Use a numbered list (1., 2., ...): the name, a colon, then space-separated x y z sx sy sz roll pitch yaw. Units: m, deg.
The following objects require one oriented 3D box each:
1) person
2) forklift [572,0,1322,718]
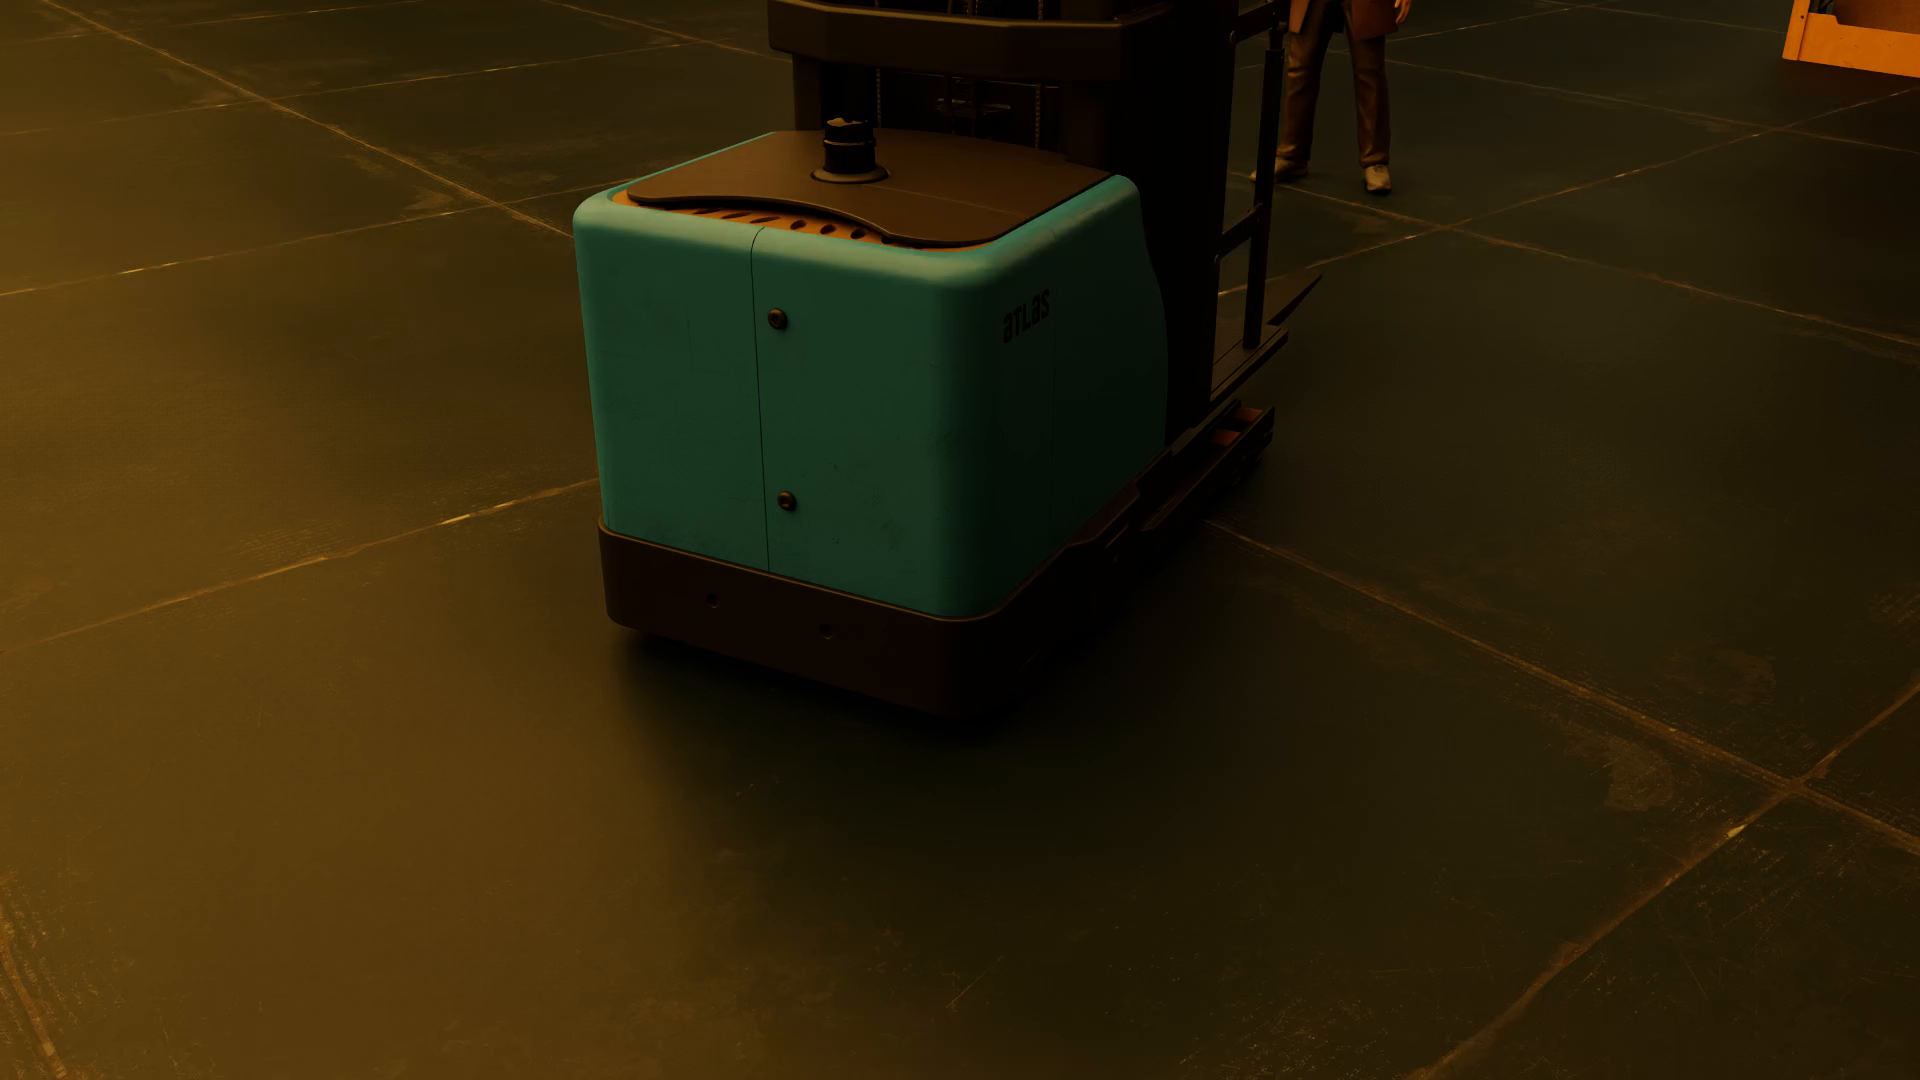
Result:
1. person: 1.730 -2.524 7.591 0.718 1.782 0.456 12 29 22
2. forklift: 0.285 -1.552 4.331 1.130 2.935 3.031 13 29 25
